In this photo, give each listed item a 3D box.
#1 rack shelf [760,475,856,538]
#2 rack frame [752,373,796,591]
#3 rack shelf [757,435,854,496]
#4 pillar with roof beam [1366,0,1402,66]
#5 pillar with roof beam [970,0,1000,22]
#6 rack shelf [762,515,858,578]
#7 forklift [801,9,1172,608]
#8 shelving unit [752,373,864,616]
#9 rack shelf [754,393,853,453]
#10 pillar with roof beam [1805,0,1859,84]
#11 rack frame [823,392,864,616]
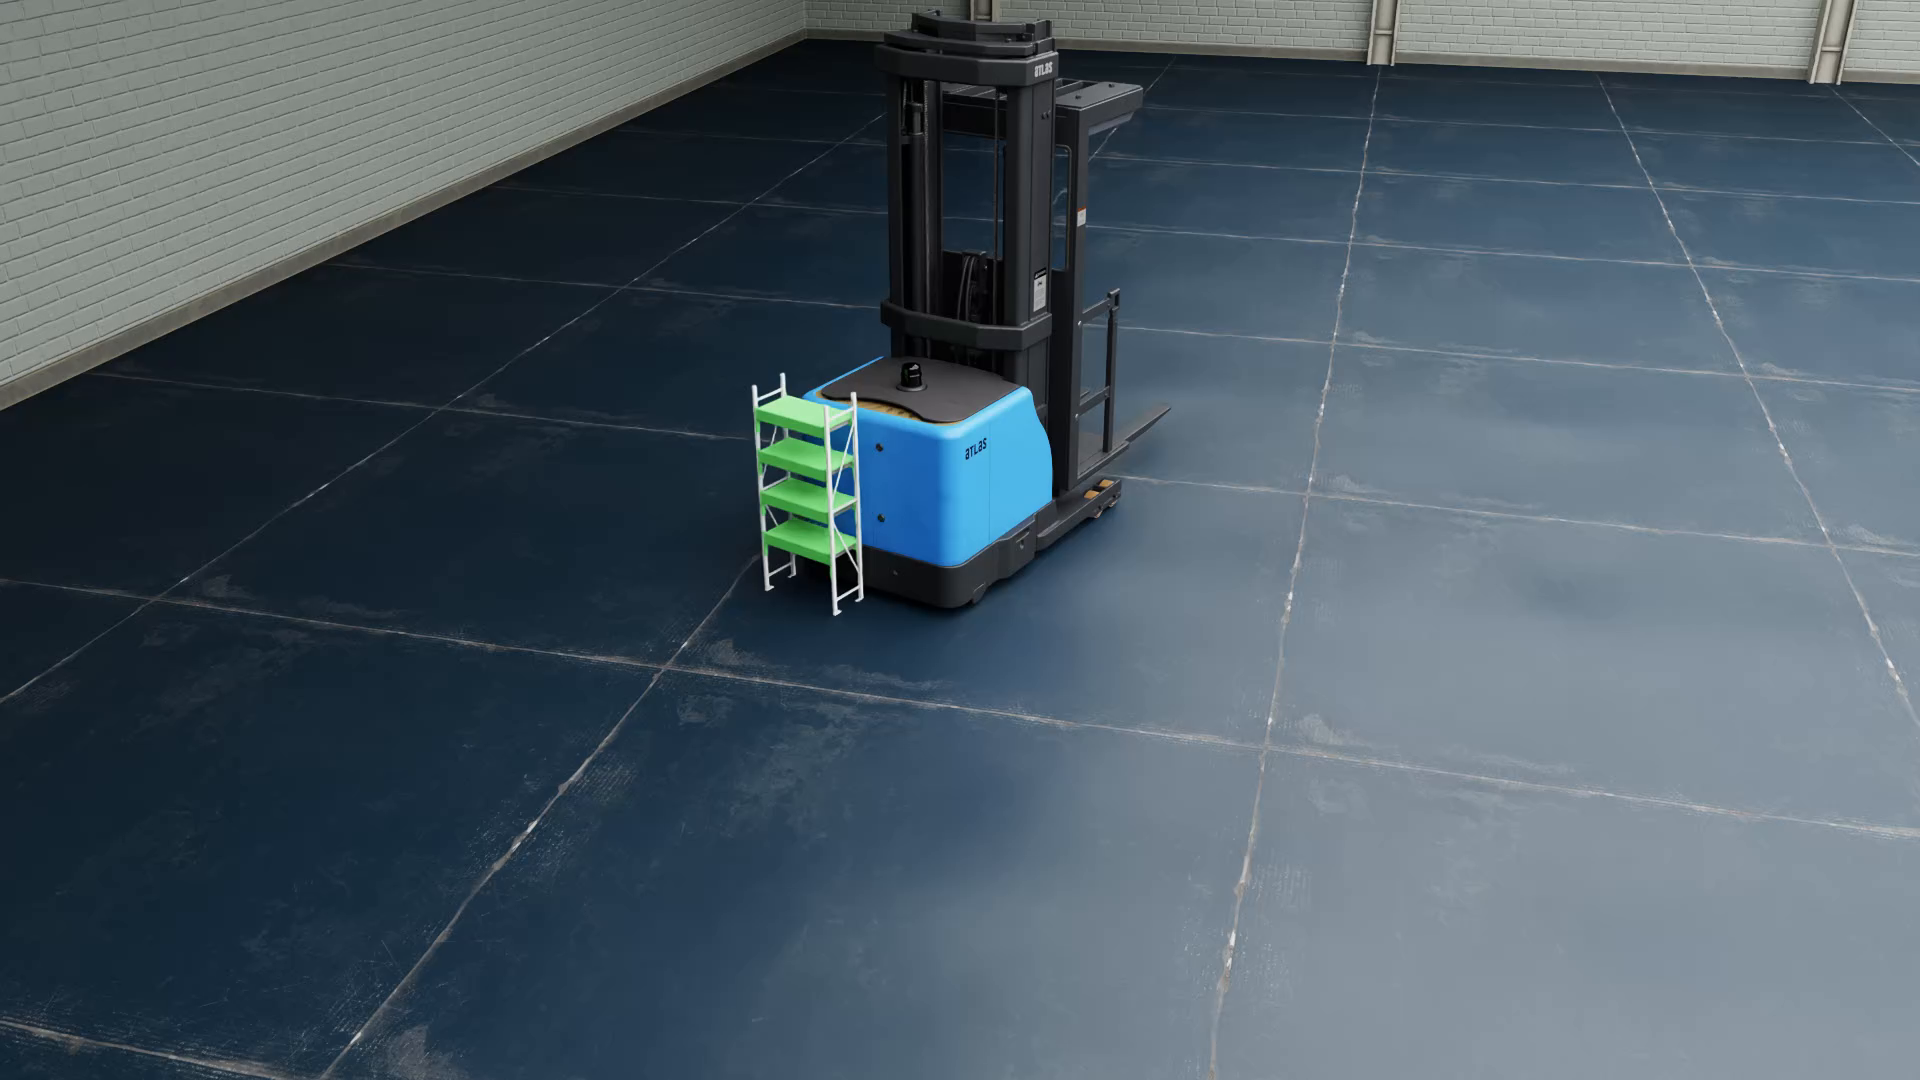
[{"bbox_3d":[-0.804,-0.182,8.881,0.480,0.148,0.258,17,31,32],"label":"rack shelf"},{"bbox_3d":[-1.001,-0.301,8.984,0.015,1.200,0.240,17,31,32],"label":"rack frame"},{"bbox_3d":[-0.806,-0.398,8.776,0.480,0.148,0.258,17,31,32],"label":"rack shelf"},{"bbox_3d":[5.123,-9.290,18.794,0.400,9.000,9.100,6,26,13],"label":"pillar with roof beam"},{"bbox_3d":[-0.688,-9.932,20.143,0.400,9.000,9.100,6,26,13],"label":"pillar with roof beam"},{"bbox_3d":[-0.802,0.034,8.987,0.480,0.148,0.258,17,31,32],"label":"rack shelf"},{"bbox_3d":[0.331,-1.551,9.598,1.130,2.935,3.031,15,29,29],"label":"forklift"},{"bbox_3d":[-0.804,-0.240,8.853,0.503,1.200,0.258,17,31,32],"label":"shelving unit"},{"bbox_3d":[-0.807,-0.613,8.671,0.480,0.148,0.258,17,31,32],"label":"rack shelf"},{"bbox_3d":[10.934,-8.647,17.444,0.400,9.000,9.100,6,26,13],"label":"pillar with roof beam"},{"bbox_3d":[-0.607,-0.178,8.723,0.015,1.200,0.240,17,31,32],"label":"rack frame"}]
